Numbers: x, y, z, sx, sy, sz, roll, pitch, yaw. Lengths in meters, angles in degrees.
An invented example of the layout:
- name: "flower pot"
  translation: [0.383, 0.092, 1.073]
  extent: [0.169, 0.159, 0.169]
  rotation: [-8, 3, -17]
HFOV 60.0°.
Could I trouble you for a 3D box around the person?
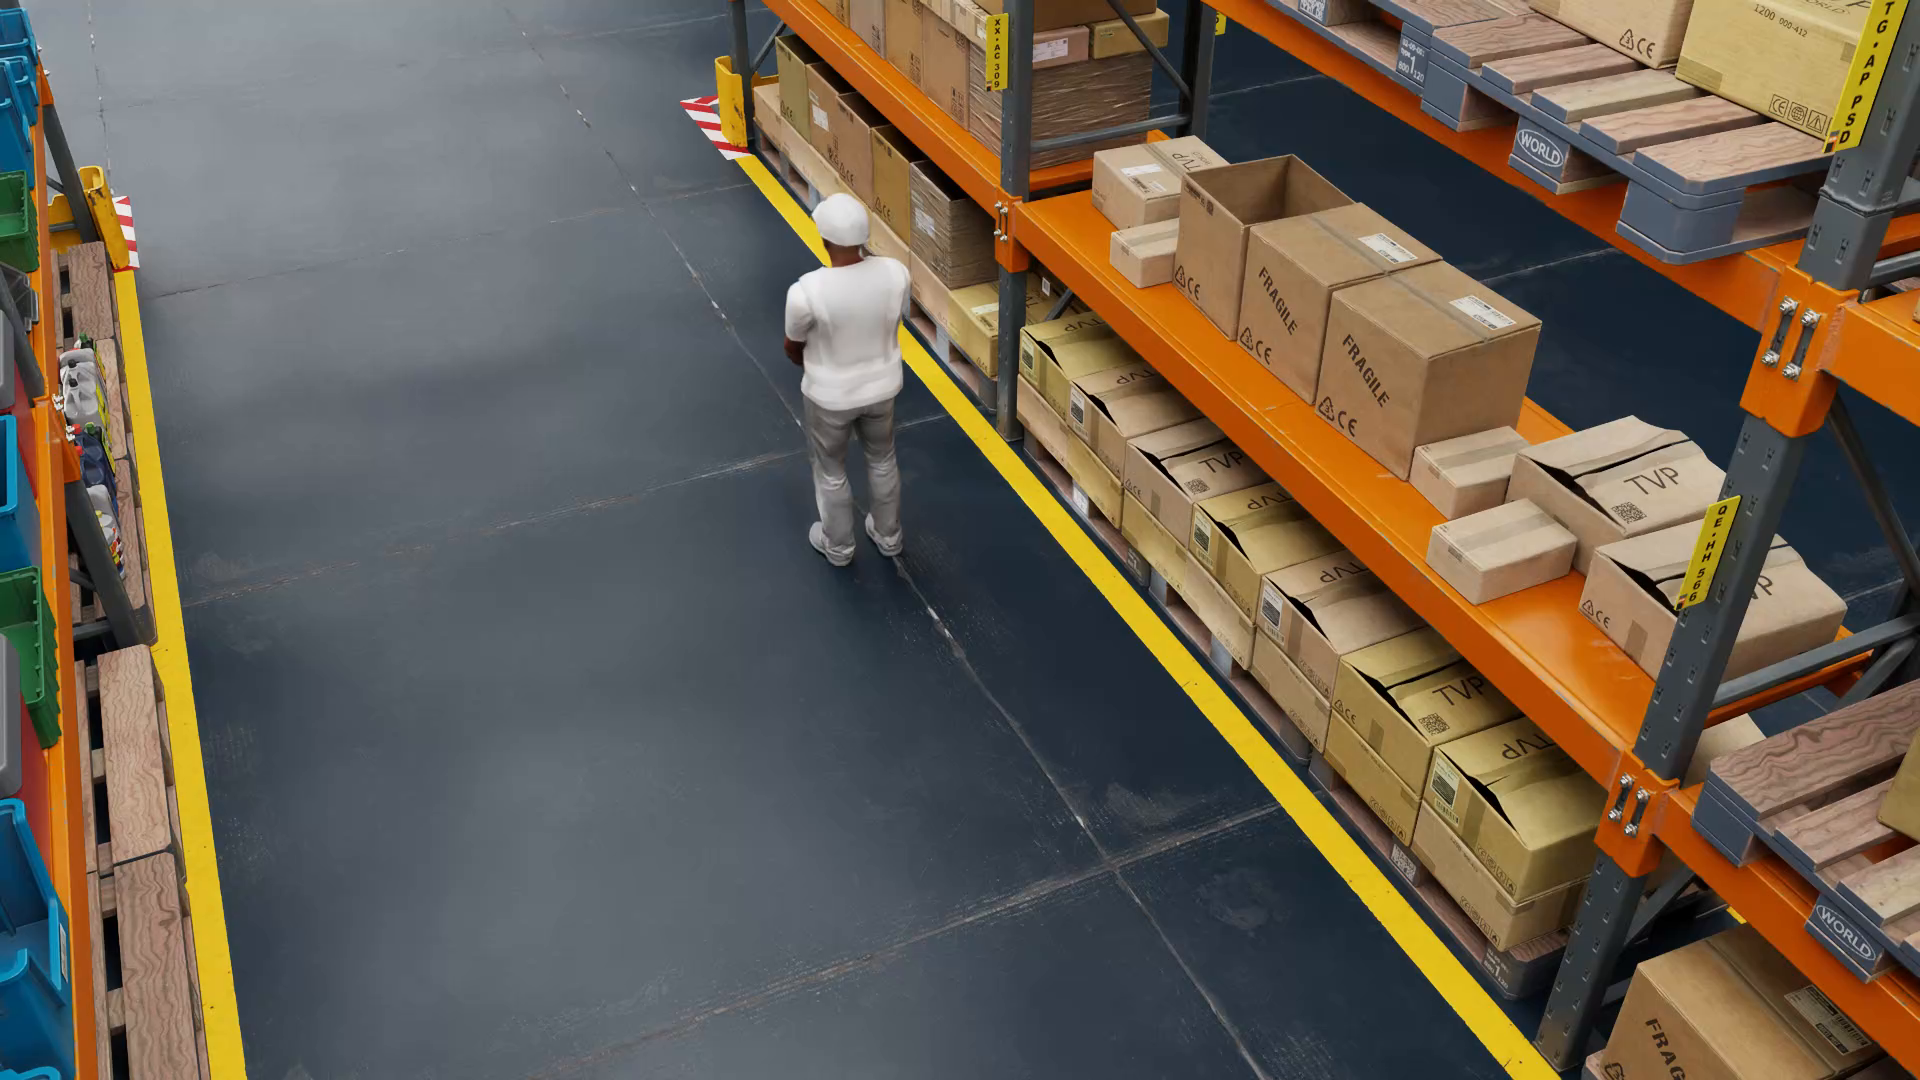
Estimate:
- name: "person"
  translation: [-0.501, -0.695, 7.050]
  extent: [0.528, 1.769, 0.567]
  rotation: [-16, 40, -20]
